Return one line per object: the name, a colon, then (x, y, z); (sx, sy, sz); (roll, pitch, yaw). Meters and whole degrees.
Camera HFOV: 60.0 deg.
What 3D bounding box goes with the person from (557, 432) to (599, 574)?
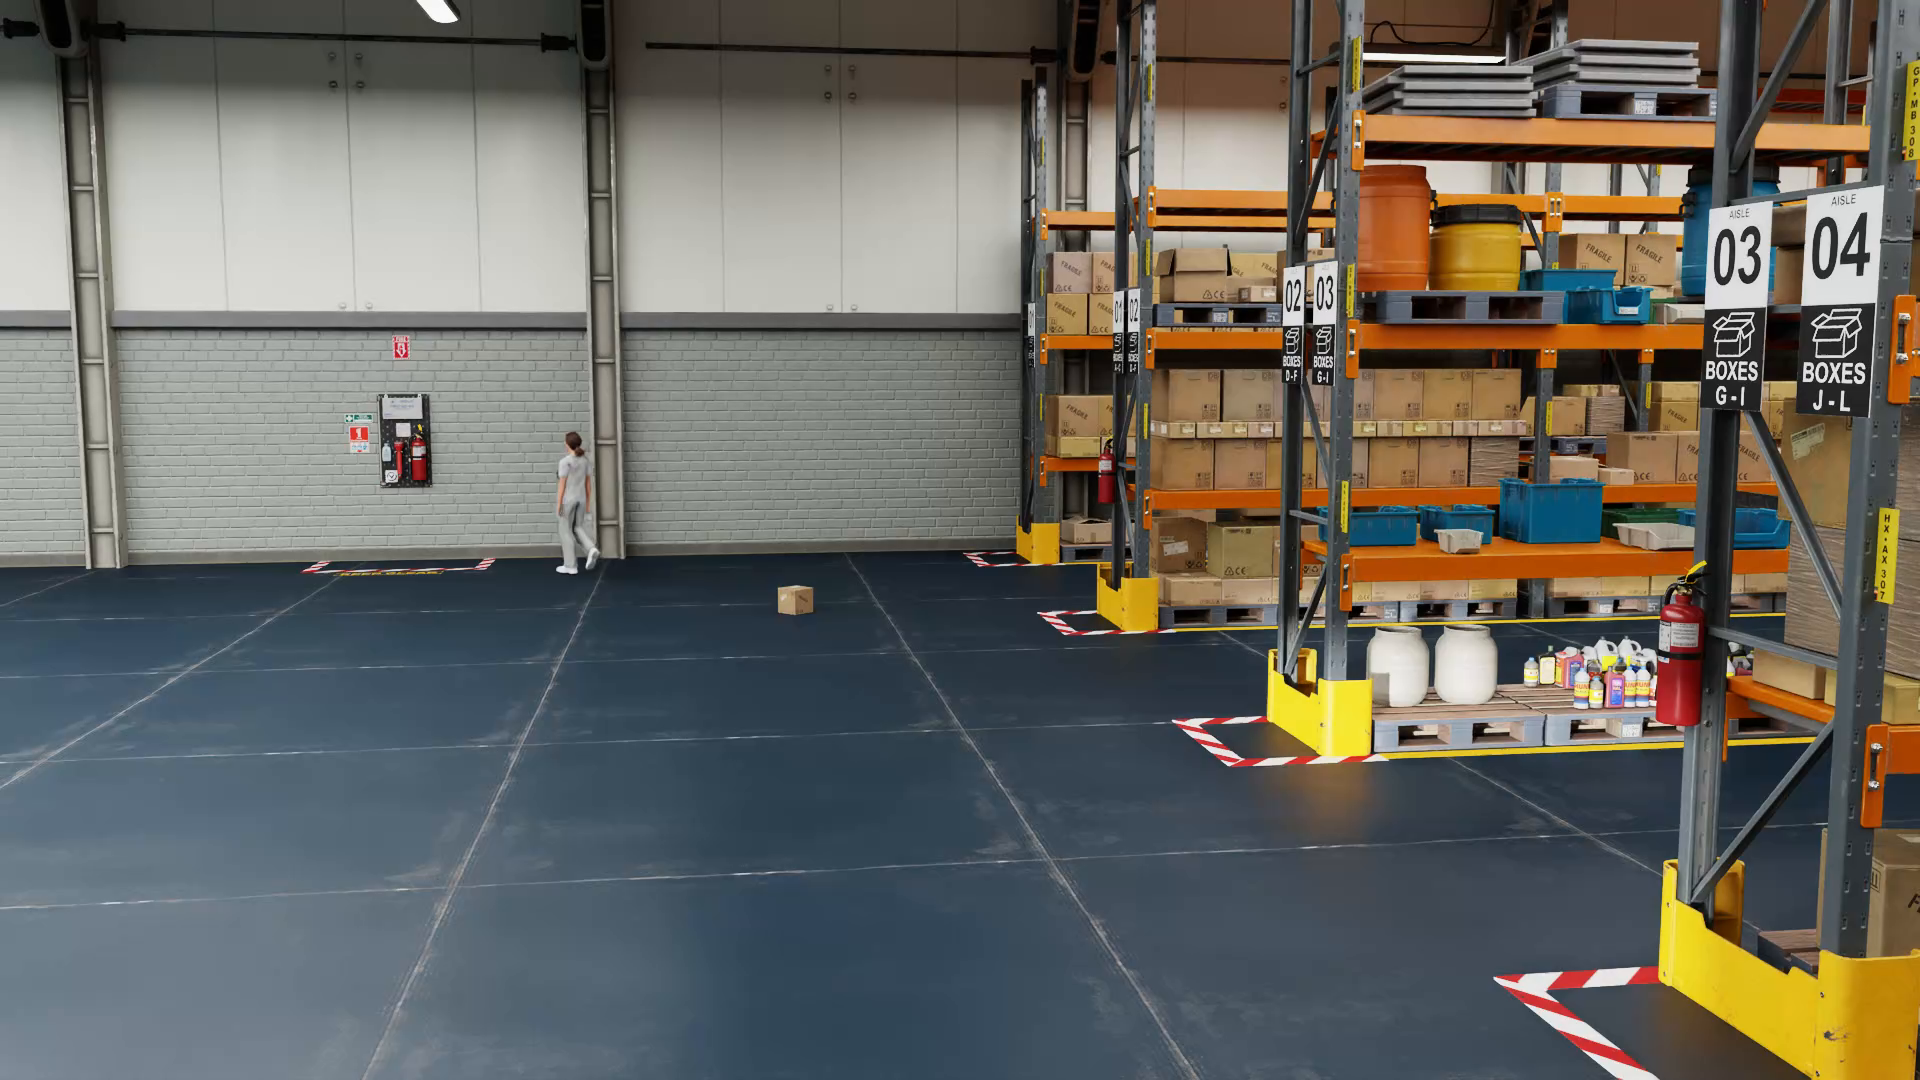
person: (-4.491, -0.433, 19.395); (0.573, 1.661, 0.444); (5, 8, 37)
